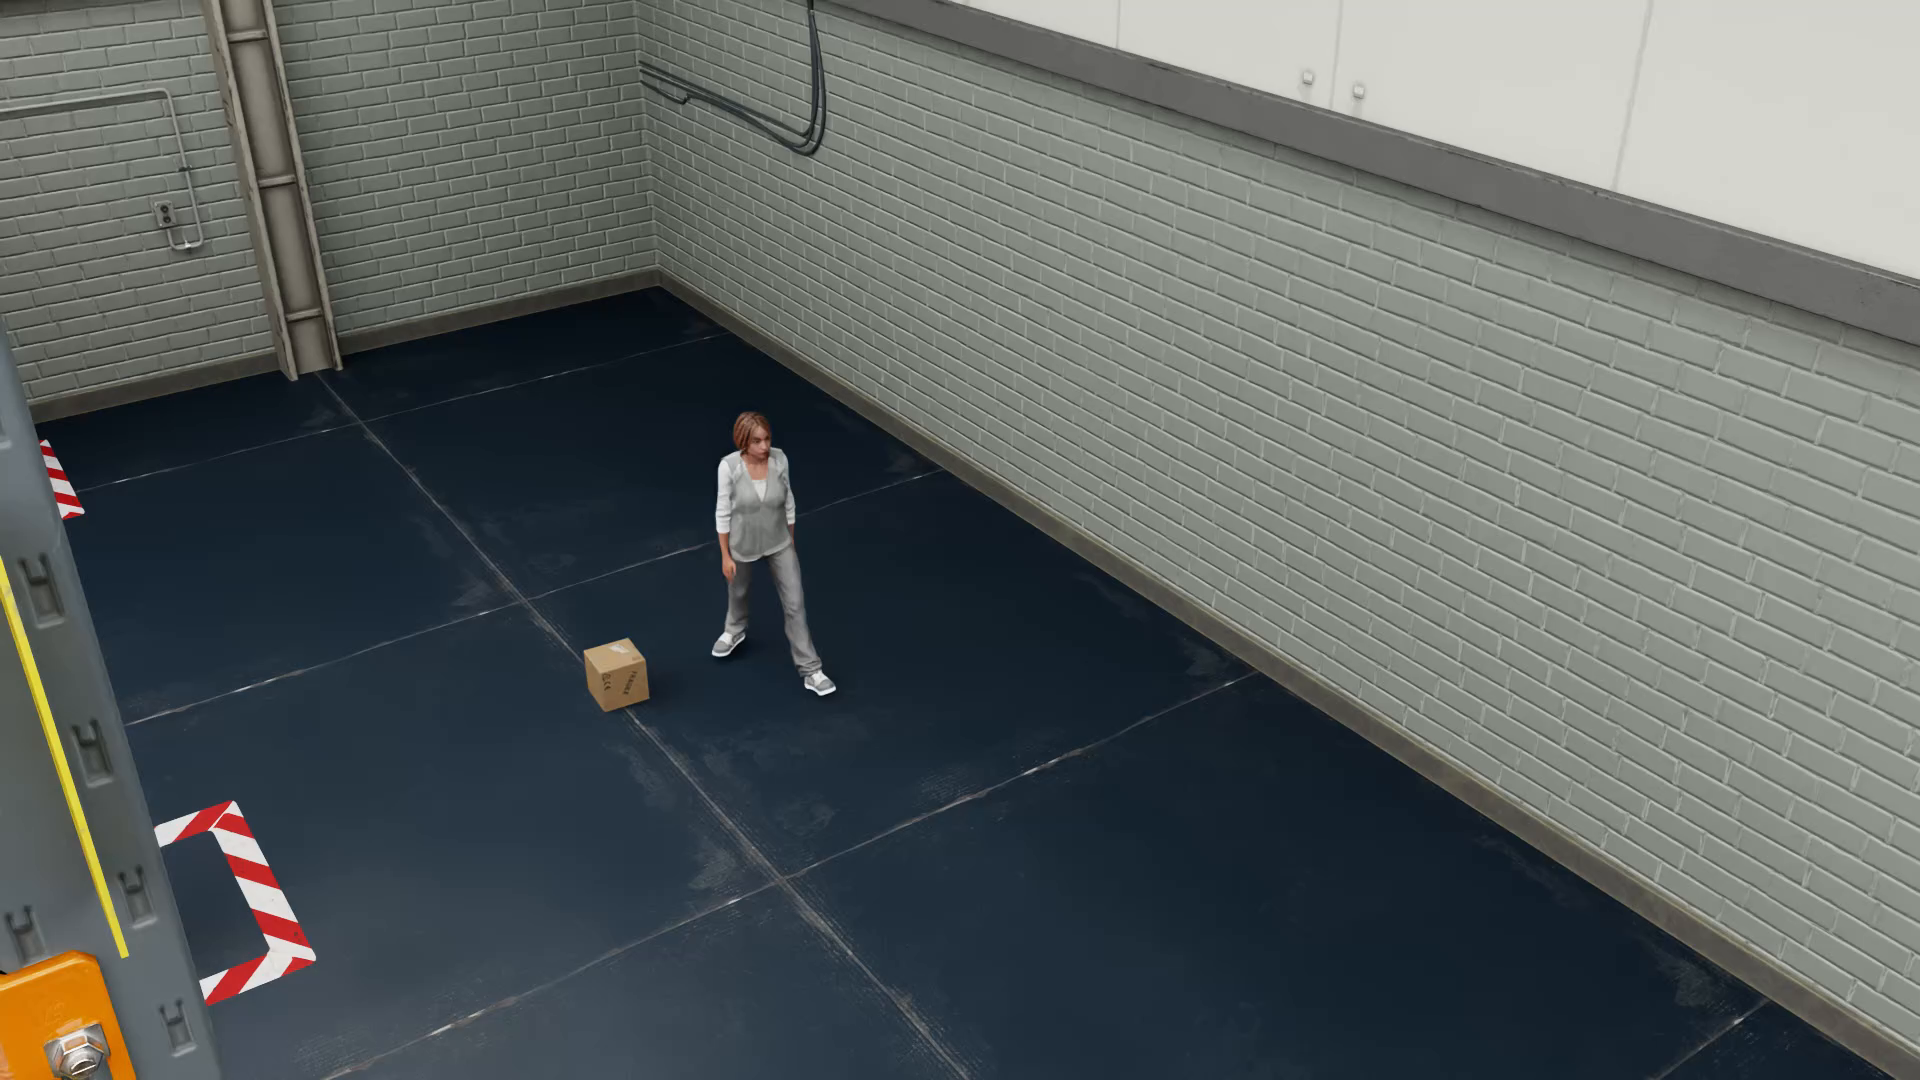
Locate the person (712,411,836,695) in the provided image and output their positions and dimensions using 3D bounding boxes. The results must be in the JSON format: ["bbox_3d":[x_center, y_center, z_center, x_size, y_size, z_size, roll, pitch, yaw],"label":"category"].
[{"bbox_3d":[-1.020,0.036,8.596,0.554,1.551,0.815,-9,30,-15],"label":"person"}]
